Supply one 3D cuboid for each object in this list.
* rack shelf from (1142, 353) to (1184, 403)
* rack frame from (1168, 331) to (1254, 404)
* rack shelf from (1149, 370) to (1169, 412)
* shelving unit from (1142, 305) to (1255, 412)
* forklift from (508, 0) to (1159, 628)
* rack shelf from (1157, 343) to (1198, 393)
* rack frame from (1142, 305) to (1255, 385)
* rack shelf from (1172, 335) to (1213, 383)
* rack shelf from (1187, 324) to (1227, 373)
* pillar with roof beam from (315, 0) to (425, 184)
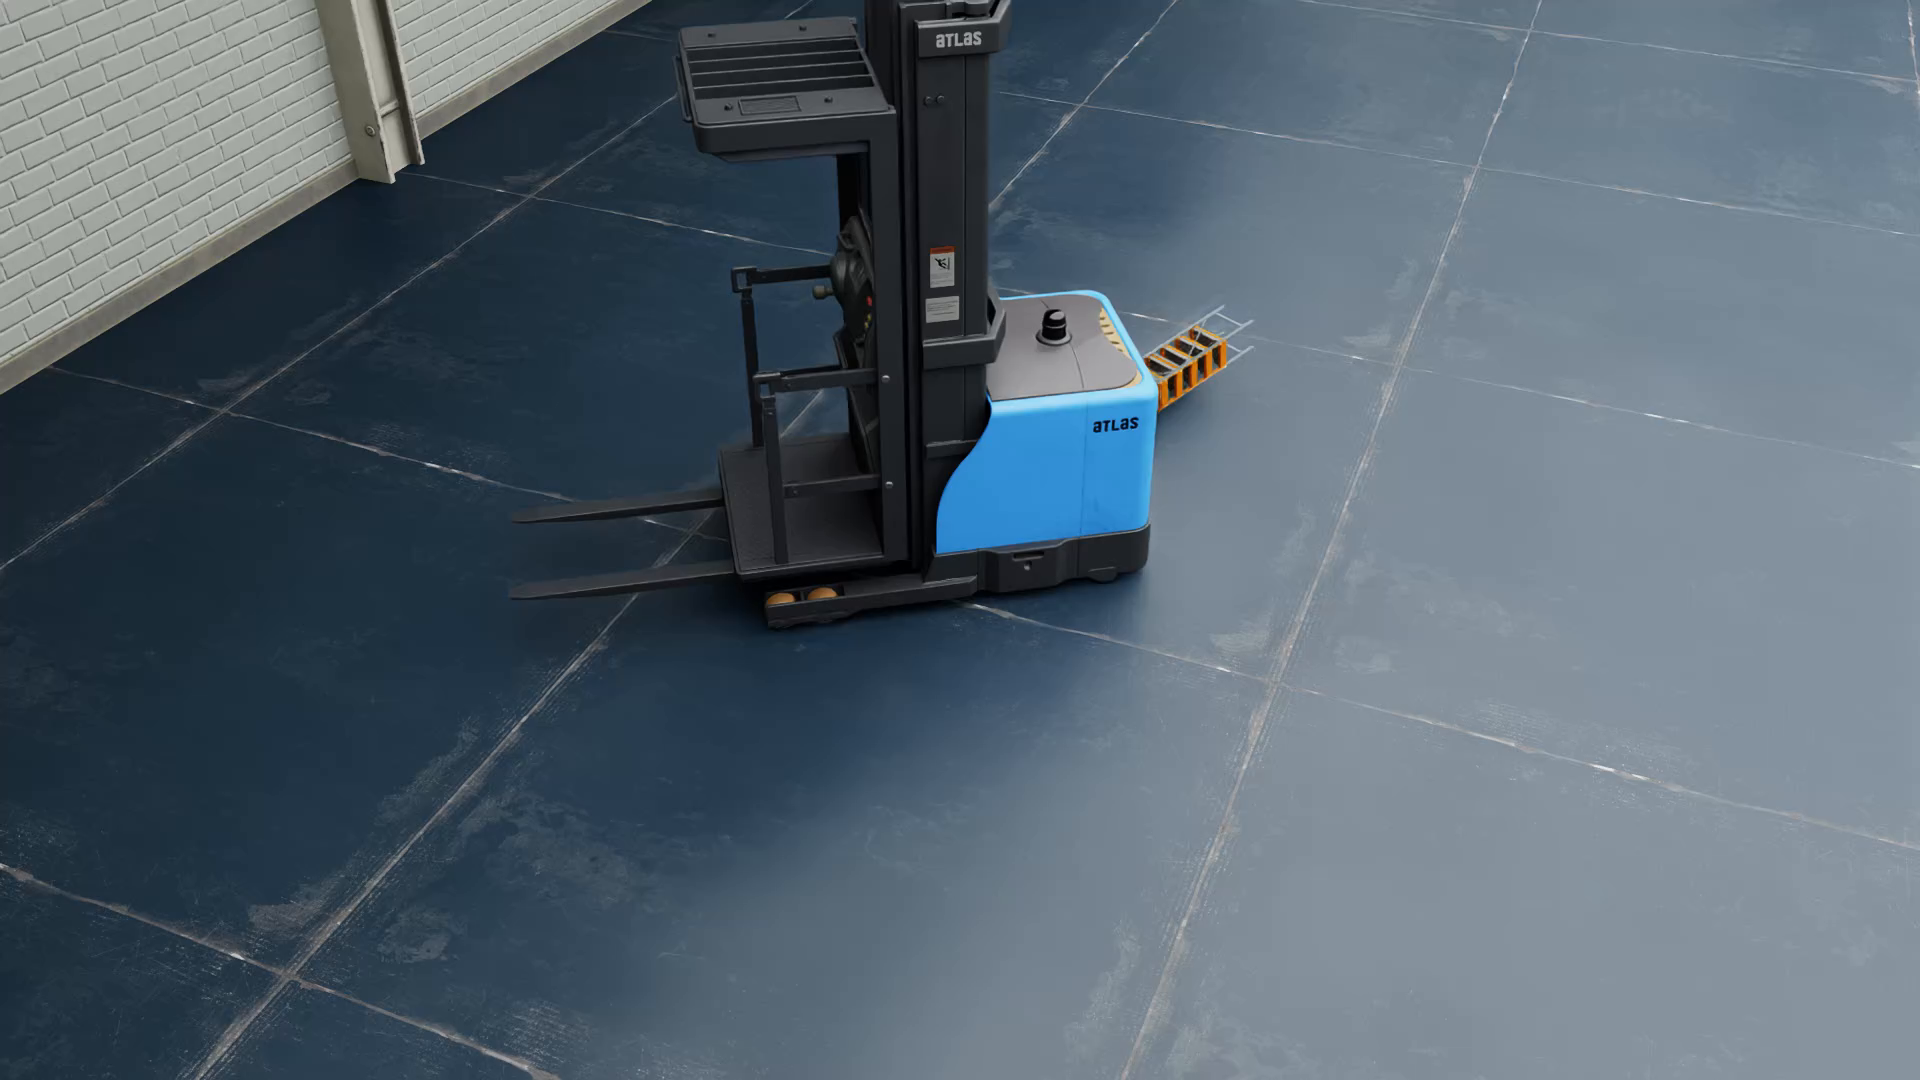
[{"bbox_3d":[1.121,-0.908,9.276,0.103,0.180,0.258,-34,48,-26],"label":"rack shelf"},{"bbox_3d":[1.163,-0.863,9.356,1.200,0.006,0.240,-34,48,-26],"label":"rack frame"},{"bbox_3d":[1.032,-0.848,9.223,0.103,0.180,0.258,-34,48,-26],"label":"rack shelf"},{"bbox_3d":[1.154,-0.930,9.296,1.200,0.189,0.258,-34,48,-26],"label":"shelving unit"},{"bbox_3d":[-0.655,-1.106,7.383,3.031,2.935,1.130,-7,37,-9],"label":"forklift"},{"bbox_3d":[1.210,-0.968,9.329,0.103,0.180,0.258,-34,48,-26],"label":"rack shelf"},{"bbox_3d":[1.145,-0.998,9.235,1.200,0.006,0.240,-34,48,-26],"label":"rack frame"},{"bbox_3d":[1.300,-1.028,9.382,0.103,0.180,0.258,-34,48,-26],"label":"rack shelf"},{"bbox_3d":[1.389,-1.088,9.435,0.103,0.180,0.258,-34,48,-26],"label":"rack shelf"},{"bbox_3d":[-0.093,-5.276,7.894,9.100,9.000,0.400,14,39,18],"label":"pillar with roof beam"}]
